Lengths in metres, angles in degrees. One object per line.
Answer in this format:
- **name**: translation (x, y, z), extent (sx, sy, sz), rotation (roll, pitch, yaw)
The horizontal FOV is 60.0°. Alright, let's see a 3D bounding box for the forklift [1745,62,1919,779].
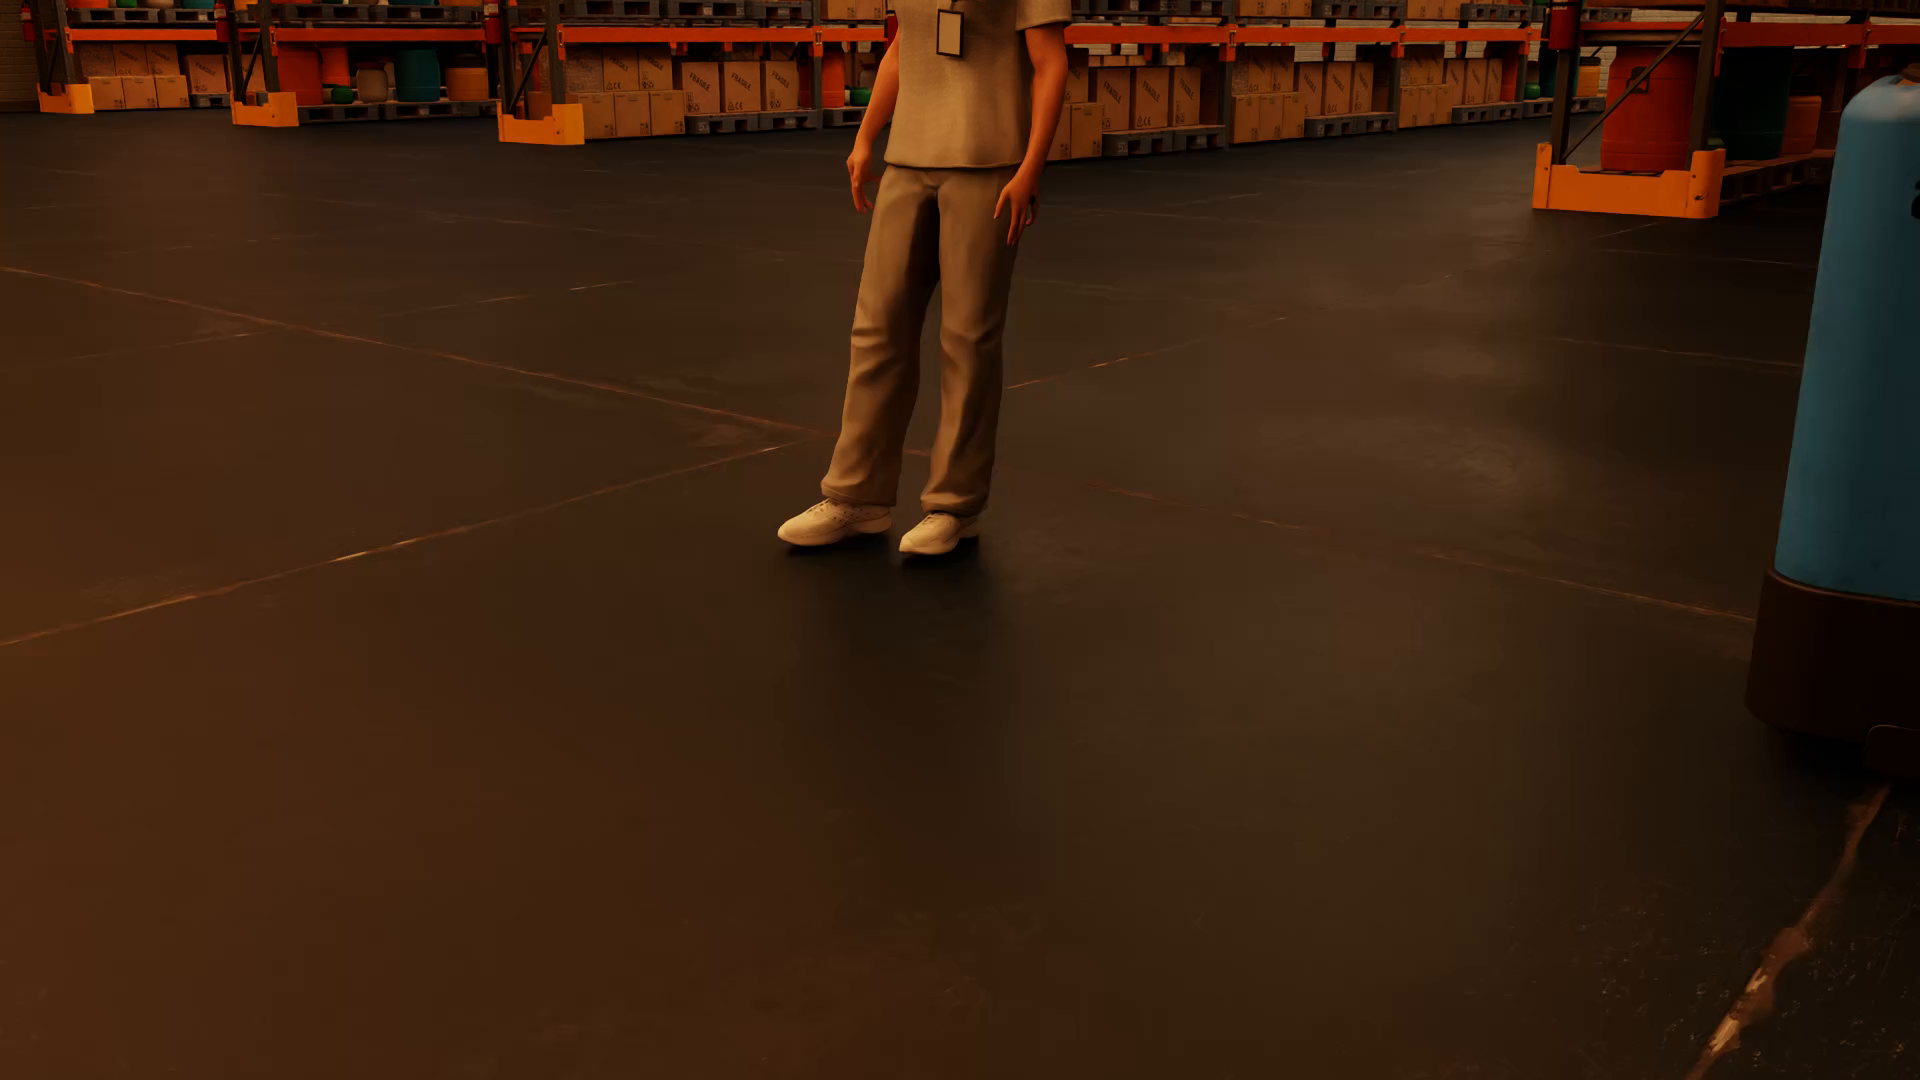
- **forklift**: translation (2.847, -0.951, 2.028), extent (3.031, 2.935, 1.130), rotation (9, 19, 28)

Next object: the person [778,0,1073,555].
- **person**: translation (-0.058, -0.795, 3.650), extent (0.550, 1.673, 0.548), rotation (13, 21, 37)
